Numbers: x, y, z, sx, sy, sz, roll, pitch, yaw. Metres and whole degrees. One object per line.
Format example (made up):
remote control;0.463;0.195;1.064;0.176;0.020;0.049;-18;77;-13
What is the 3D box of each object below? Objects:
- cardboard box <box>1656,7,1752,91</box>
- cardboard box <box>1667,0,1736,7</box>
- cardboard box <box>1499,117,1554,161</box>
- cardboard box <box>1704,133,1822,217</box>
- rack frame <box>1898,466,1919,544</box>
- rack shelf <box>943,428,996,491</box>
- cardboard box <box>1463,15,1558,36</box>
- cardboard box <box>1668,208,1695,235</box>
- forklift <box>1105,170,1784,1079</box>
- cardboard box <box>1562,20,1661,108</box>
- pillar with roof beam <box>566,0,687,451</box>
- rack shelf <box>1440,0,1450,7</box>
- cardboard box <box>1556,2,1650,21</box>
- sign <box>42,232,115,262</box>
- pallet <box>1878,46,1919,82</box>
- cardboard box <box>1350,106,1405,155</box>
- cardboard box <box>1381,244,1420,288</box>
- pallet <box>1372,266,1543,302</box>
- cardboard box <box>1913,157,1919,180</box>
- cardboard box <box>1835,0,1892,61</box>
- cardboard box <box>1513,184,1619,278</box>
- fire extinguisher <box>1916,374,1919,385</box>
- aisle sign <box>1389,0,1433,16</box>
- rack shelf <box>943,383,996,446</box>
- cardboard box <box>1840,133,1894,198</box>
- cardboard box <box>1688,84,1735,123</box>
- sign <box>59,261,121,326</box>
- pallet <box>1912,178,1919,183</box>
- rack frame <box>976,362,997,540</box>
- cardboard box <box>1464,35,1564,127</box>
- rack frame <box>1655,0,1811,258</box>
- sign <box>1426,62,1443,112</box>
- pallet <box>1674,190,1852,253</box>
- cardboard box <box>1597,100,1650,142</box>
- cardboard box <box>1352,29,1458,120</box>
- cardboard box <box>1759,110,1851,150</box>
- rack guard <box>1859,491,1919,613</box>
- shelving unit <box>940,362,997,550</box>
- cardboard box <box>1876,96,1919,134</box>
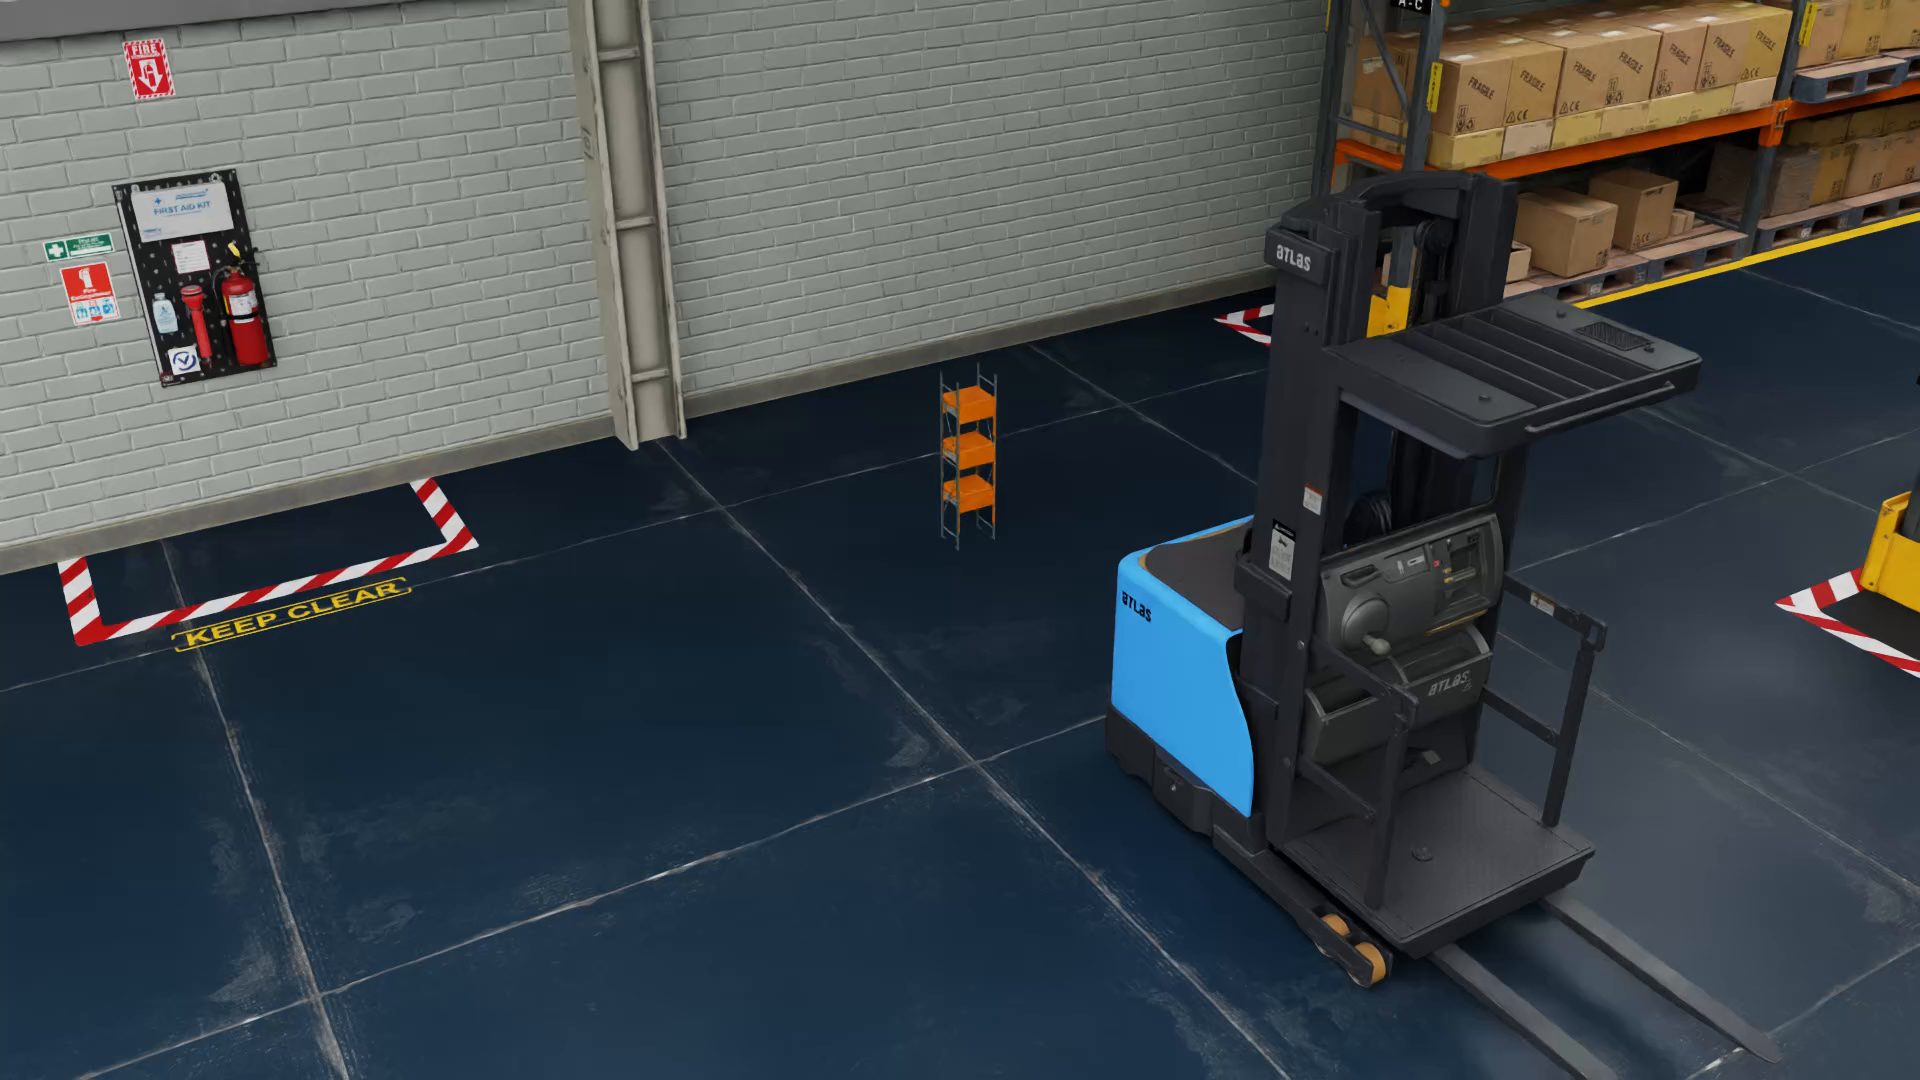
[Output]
cardboard box;5.732;-3.823;12.932;0.500;0.500;0.500;-16;33;-27
cardboard box;5.899;-4.164;13.550;0.500;0.500;0.500;-17;33;-27
cardboard box;3.983;-3.005;12.225;0.500;0.250;0.500;-17;33;-28
cardboard box;7.036;-3.206;14.587;0.500;0.500;0.700;-15;32;-25
rack frame;5.474;-0.879;8.238;0.127;3.000;1.000;-16;33;-26
rack shelf;0.046;-0.463;9.525;0.240;0.259;0.215;-16;33;-26
cardboard box;4.143;-3.665;12.644;0.500;0.500;0.500;-17;33;-28
cardboard box;5.964;-2.730;14.069;0.250;0.166;0.380;-21;35;-33
forklift;1.880;0.218;6.322;1.130;2.935;3.031;-16;33;-27
cardboard box;4.844;-3.577;12.485;0.500;0.500;0.500;-15;32;-25
pillar with roof beam;0.135;-2.838;5.579;0.400;9.000;9.100;-16;33;-26
rack shelf;4.686;-4.430;12.312;4.000;0.370;1.077;-16;33;-26
cardboard box;5.019;-3.920;13.106;0.500;0.500;0.500;-15;32;-25
sign;-4.717;-1.568;8.902;0.331;0.109;0.001;-16;33;-26
pallet;8.173;-4.314;14.662;1.213;0.211;1.003;-16;33;-26
cardboard box;3.266;-3.080;12.361;0.500;0.250;0.500;-15;32;-26
cardboard box;3.603;-2.089;12.758;0.500;0.311;0.500;-20;35;-32
pallet;3.745;-1.924;13.017;1.213;0.211;1.003;-16;33;-26
cardboard box;8.761;-3.723;15.523;0.500;0.500;0.700;-16;33;-26
cardboard box;7.352;-4.401;14.062;0.500;0.500;0.700;-12;31;-21
cardboard box;4.753;-2.470;13.253;0.500;0.500;0.700;-18;34;-29
fire extinguisher;5.137;-1.010;8.555;0.183;0.674;0.296;-16;33;-26
aisle sign;3.051;-3.937;11.090;0.004;0.787;0.394;-16;33;-26
rack shelf;0.046;-0.712;9.388;0.240;0.259;0.215;-16;33;-26
cardboard box;7.917;-3.462;15.050;0.500;0.500;0.700;-15;32;-26
cardboard box;5.721;-3.503;13.128;0.500;0.250;0.500;-16;33;-26
sign;-4.725;-1.339;9.035;0.234;0.329;0.001;-16;33;-26
pallet;9.184;-3.489;15.853;1.213;0.211;1.003;-16;33;-26
rack frame;0.151;-0.503;9.574;0.008;1.050;0.200;-16;33;-26
cardboard box;3.956;-3.322;12.023;0.500;0.500;0.500;-16;33;-26
rack frame;6.410;-3.921;13.750;0.127;3.000;1.000;-16;33;-26
sign;3.236;-3.095;11.357;0.005;0.325;0.100;-16;33;-26
pallet;7.081;-2.891;14.771;1.213;0.211;1.003;-16;33;-26
cardboard box;4.863;-3.250;12.669;0.500;0.250;0.500;-16;32;-26
cardboard box;3.260;-3.417;12.196;0.500;0.500;0.500;-16;33;-27
cardboard box;7.414;-3.644;14.604;0.500;0.250;0.500;-17;33;-27
rack guard;5.453;0.221;8.832;0.348;0.500;1.175;-16;33;-26
shelving unit;0.046;-0.473;9.520;0.252;1.050;0.215;-16;33;-26
cardboard box;8.300;-3.887;15.045;0.500;0.250;0.500;-16;33;-27
